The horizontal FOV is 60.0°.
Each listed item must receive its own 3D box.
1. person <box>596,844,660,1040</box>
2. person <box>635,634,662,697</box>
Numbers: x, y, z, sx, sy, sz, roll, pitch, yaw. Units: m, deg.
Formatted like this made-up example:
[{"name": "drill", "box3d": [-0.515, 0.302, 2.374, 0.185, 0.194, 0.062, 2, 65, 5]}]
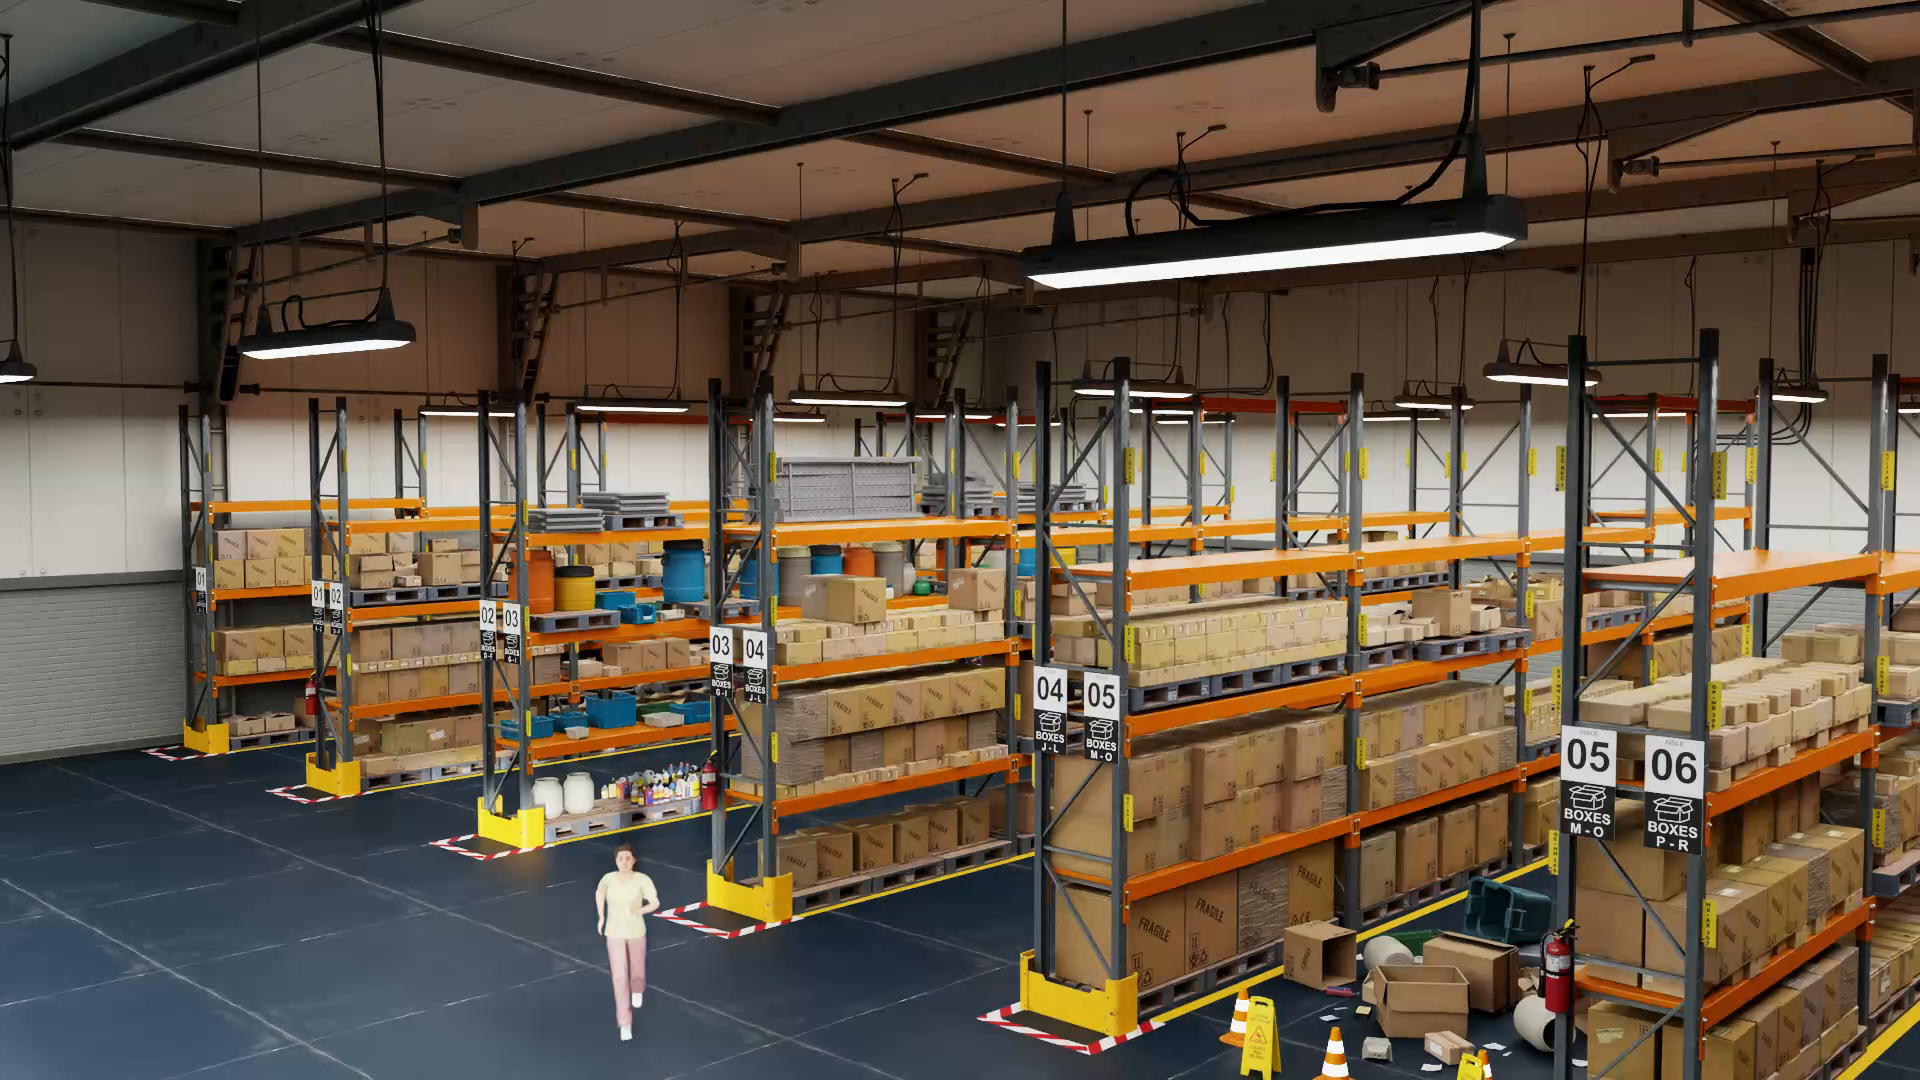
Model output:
[{"name": "person", "box3d": [-2.976, 3.529, 14.883, 0.578, 1.650, 0.914, 0, 3, -7]}, {"name": "person", "box3d": [-5.999, 2.580, 32.167, 0.644, 1.812, 0.821, 2, 4, 34]}]
